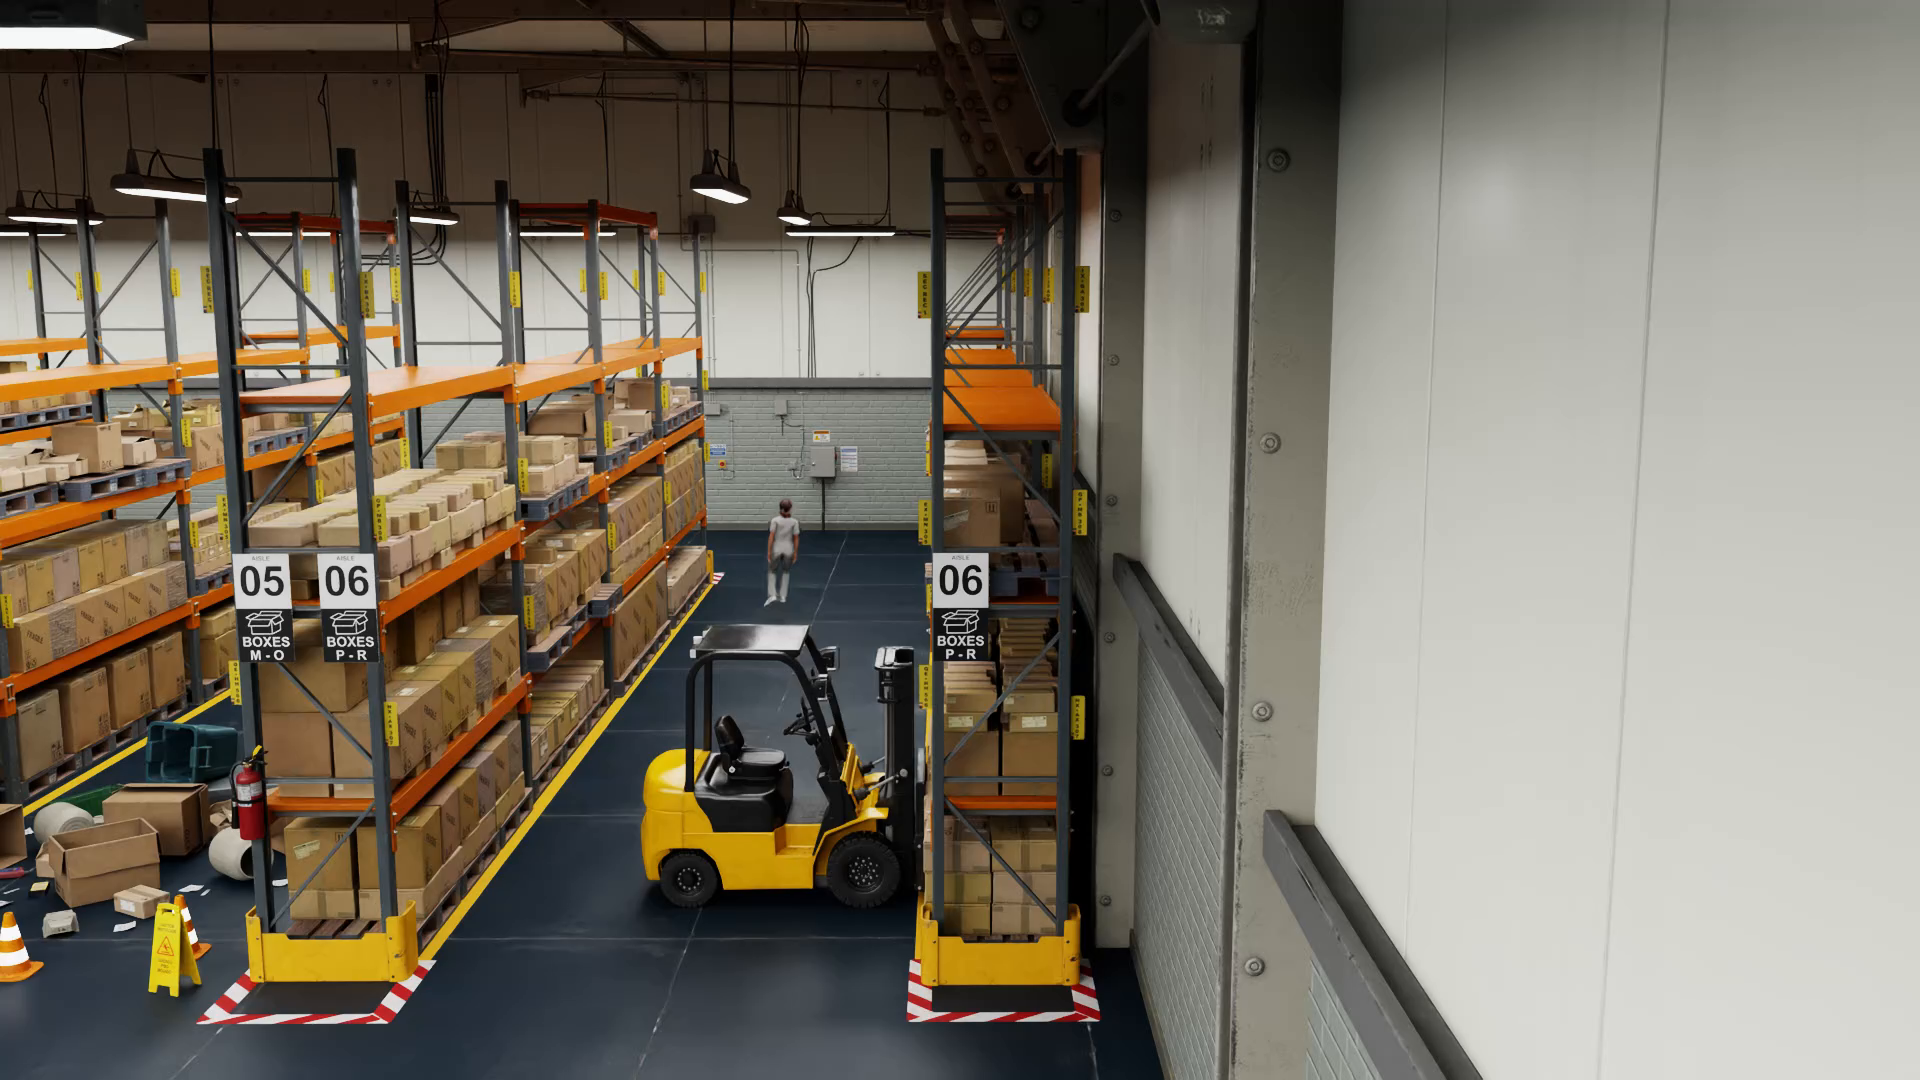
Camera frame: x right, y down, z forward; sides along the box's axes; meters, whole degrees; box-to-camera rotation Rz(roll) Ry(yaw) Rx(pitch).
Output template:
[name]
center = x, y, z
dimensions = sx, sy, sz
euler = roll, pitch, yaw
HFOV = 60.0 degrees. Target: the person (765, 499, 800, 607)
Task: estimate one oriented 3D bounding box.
[person]
center = -2.664, 0.195, 24.864
dimensions = 0.547, 1.641, 0.434
euler = -1, 9, -4
